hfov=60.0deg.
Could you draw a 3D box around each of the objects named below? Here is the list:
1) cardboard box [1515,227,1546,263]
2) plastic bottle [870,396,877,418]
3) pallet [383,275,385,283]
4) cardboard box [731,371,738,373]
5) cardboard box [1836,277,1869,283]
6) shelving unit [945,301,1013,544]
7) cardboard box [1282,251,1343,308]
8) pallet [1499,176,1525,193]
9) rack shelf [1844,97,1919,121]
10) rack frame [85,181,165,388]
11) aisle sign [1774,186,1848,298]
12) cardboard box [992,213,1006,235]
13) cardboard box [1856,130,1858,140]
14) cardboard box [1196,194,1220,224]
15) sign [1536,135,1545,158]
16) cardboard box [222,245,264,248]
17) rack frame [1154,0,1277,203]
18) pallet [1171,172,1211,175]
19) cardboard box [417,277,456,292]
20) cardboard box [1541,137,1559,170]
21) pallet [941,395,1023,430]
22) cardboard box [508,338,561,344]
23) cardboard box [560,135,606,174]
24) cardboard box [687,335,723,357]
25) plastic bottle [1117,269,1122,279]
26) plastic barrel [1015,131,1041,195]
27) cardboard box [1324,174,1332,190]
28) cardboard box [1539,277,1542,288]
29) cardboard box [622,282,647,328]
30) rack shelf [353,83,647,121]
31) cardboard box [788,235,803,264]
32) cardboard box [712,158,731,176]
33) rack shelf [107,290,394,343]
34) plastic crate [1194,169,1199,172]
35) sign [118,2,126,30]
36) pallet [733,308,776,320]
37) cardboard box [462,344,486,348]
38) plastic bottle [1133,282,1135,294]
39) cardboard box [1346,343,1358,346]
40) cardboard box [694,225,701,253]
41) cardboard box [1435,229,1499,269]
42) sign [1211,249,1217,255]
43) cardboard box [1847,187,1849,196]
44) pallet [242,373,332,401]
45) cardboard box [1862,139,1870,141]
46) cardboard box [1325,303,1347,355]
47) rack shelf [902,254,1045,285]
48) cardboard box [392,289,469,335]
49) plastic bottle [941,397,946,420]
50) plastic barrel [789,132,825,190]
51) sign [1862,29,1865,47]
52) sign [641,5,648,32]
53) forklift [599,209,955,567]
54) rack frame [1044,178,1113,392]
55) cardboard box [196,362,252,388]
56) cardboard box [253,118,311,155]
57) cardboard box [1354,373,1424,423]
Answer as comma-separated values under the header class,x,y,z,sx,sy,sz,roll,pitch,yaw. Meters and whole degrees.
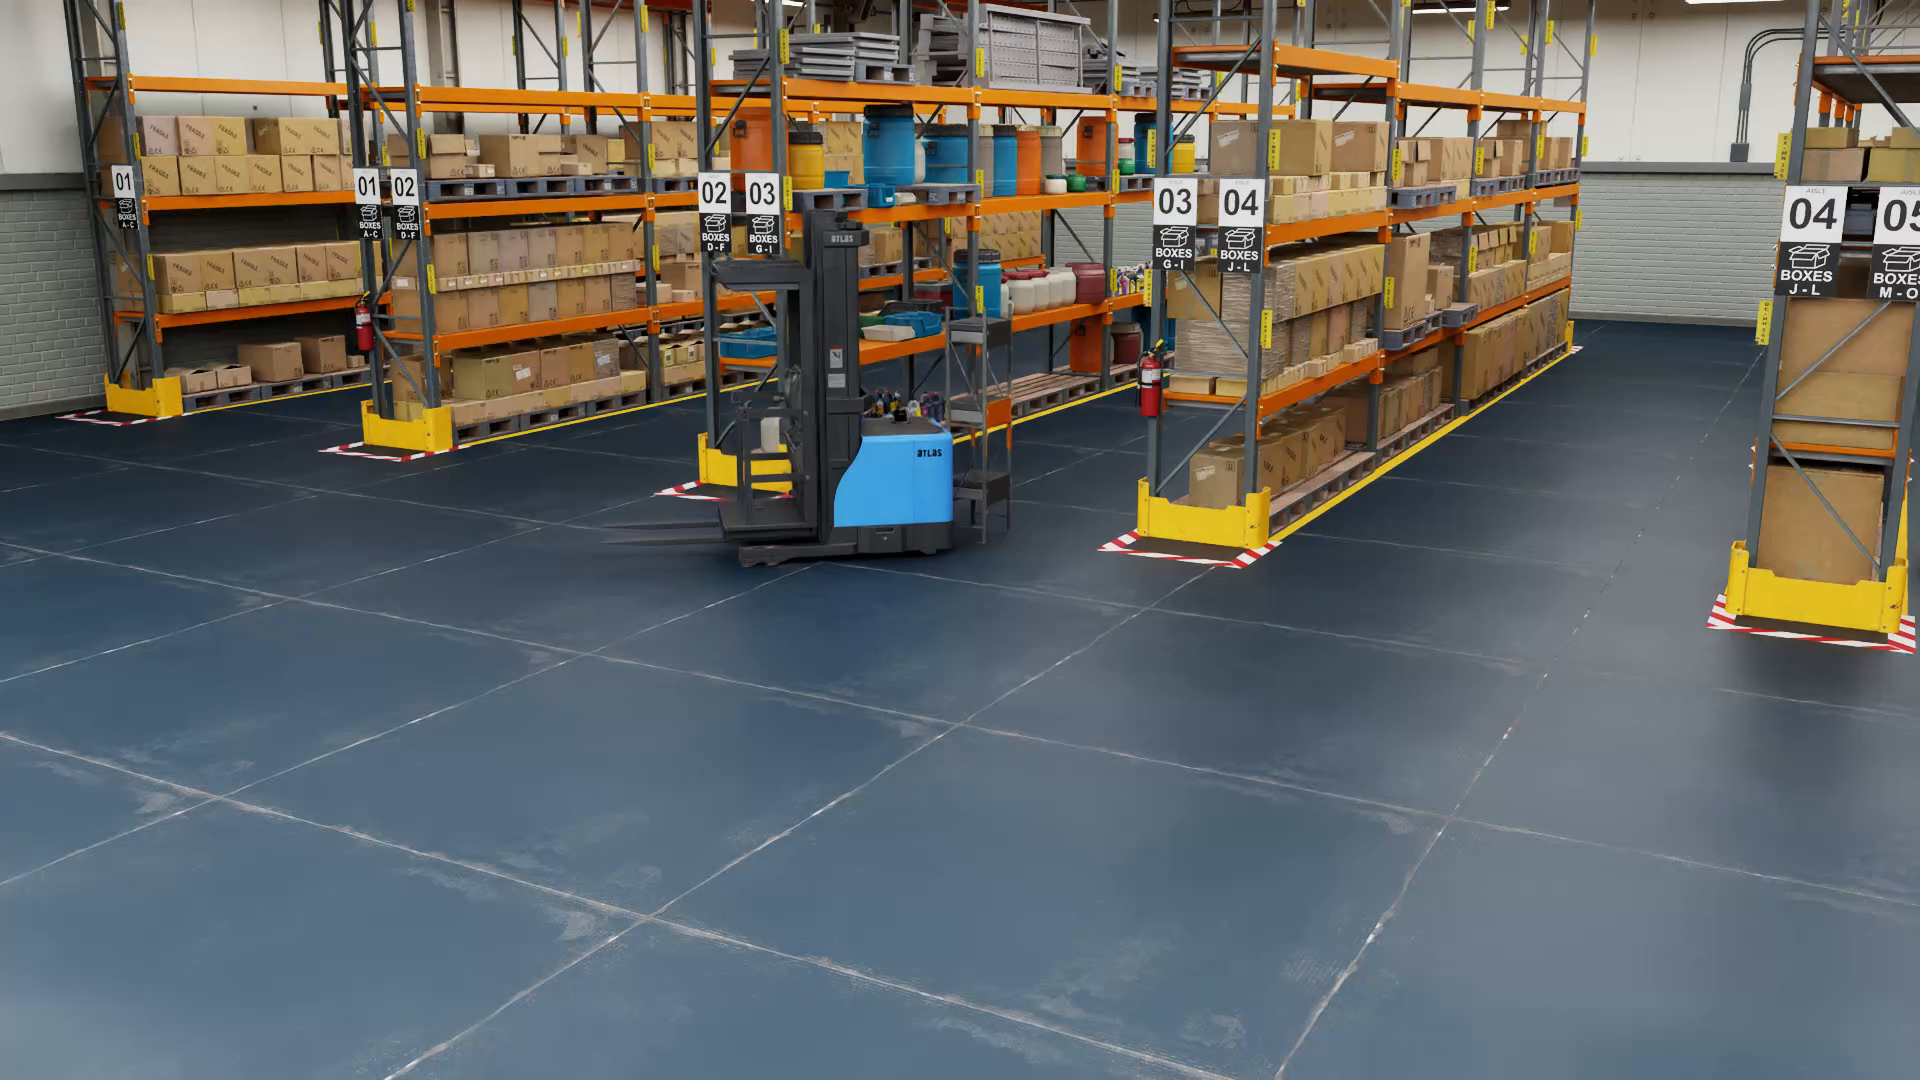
class,x,y,z,sx,sy,sz,roll,pitch,yaw
cardboard box,8.660,-4.525,25.486,0.500,0.500,0.500,7,15,28
plastic bottle,-1.088,-1.607,20.014,0.144,0.351,0.185,7,15,26
pallet,-8.419,-4.008,25.668,1.003,0.211,1.213,7,15,28
cardboard box,-3.423,-2.638,24.548,0.500,0.250,0.500,8,16,29
cardboard box,7.382,-1.890,13.849,0.875,0.550,0.500,7,15,28
shelving unit,0.170,-1.060,14.949,0.431,2.100,0.503,7,15,28
cardboard box,3.388,-2.526,16.129,0.500,0.500,0.500,7,15,28
pallet,7.560,-5.090,23.756,0.805,0.209,1.217,7,15,26
rack shelf,11.286,-5.298,20.197,1.077,0.370,4.000,7,15,28
rack frame,-10.849,-3.140,21.660,1.000,3.000,0.127,7,15,28
aisle sign,6.155,-2.157,12.035,0.394,0.787,0.004,7,15,28
cardboard box,0.511,-5.959,31.003,0.500,0.500,0.500,8,16,30
cardboard box,7.545,-3.479,14.388,0.380,0.149,0.250,7,15,27
cardboard box,2.170,-2.970,14.872,0.500,0.250,0.500,8,16,29
sign,8.440,-5.722,24.193,0.100,0.325,0.005,7,15,28
cardboard box,-10.066,-3.875,23.383,0.500,0.500,0.500,8,16,29
rack frame,2.159,-4.373,13.973,1.000,3.000,0.127,7,15,28
pallet,3.331,-5.674,26.174,1.213,0.211,1.003,7,15,28
cardboard box,-6.133,-3.000,19.480,0.380,0.149,0.250,7,15,28
cardboard box,8.927,-6.047,25.992,0.700,0.500,0.500,8,16,30
pallet,0.102,-1.649,21.421,1.003,0.211,1.213,7,15,28
cardboard box,-5.559,-2.368,21.826,0.500,0.500,0.500,7,15,28
cardboard box,-5.052,-5.106,22.005,0.500,0.500,0.500,9,16,33
cardboard box,-3.664,-2.806,24.046,0.500,0.311,0.500,7,15,26
plastic bottle,2.459,-4.051,25.712,0.097,0.271,0.097,0,14,0
plastic barrel,0.787,-5.048,22.257,0.600,0.830,0.708,7,15,28
cardboard box,3.348,-3.441,15.975,0.380,0.149,0.250,7,15,26
cardboard box,8.774,-3.982,25.686,0.380,0.149,0.250,7,15,27
cardboard box,-6.083,-4.256,29.977,0.750,0.750,0.750,7,15,28
rack shelf,-5.544,-5.363,20.465,1.077,0.370,4.000,7,15,28
cardboard box,-2.438,-4.616,26.671,0.700,0.500,0.500,2,14,9
cardboard box,-3.600,-5.375,23.954,0.500,0.250,0.500,6,15,23
rack shelf,-9.883,-3.201,23.446,1.077,0.370,4.000,7,15,28
plastic crate,3.785,-6.080,27.809,0.416,0.233,0.300,7,15,28
sign,-10.374,-6.488,20.583,0.100,0.325,0.005,7,15,28
pallet,-4.023,-4.645,33.851,1.003,0.211,1.213,7,15,28
cardboard box,-8.087,-3.325,26.818,0.700,0.500,0.500,8,15,29
plastic bottle,2.551,-3.758,24.645,0.097,0.201,0.097,0,14,0
cardboard box,3.943,-1.983,17.396,0.380,0.149,0.250,7,15,28
cardboard box,-5.051,-5.682,31.312,0.500,0.500,0.500,7,15,27
cardboard box,7.030,-4.054,23.097,0.797,0.503,0.637,8,16,30
sign,4.105,-4.552,26.924,0.100,0.325,0.005,7,15,28
cardboard box,7.177,-2.935,13.836,0.380,0.149,0.250,8,16,29
pallet,-9.798,-2.212,23.760,1.003,0.211,1.213,7,15,28
cardboard box,10.522,-4.614,19.524,0.396,0.266,0.258,7,15,28
cardboard box,3.395,-2.173,16.798,0.875,0.500,0.500,7,15,28
rack shelf,0.257,-5.103,31.333,1.077,0.370,4.000,7,15,28
cardboard box,-6.274,-2.723,19.715,0.700,0.500,0.500,7,15,28
plastic bottle,-0.187,-1.596,20.110,0.061,0.283,0.133,8,16,31
plastic barrel,-1.737,-4.020,17.611,0.600,0.588,0.600,0,14,0
sign,13.712,-7.627,25.309,0.100,0.325,0.005,7,15,28
sign,-4.104,-6.780,21.626,0.100,0.325,0.005,7,15,28
forklift,-1.617,-1.332,14.305,3.031,2.935,1.130,-3,14,-11
rack frame,1.690,-3.659,23.812,1.000,3.000,0.127,7,15,28
cardboard box,-10.161,-2.296,22.955,0.500,0.311,0.500,9,16,33
cardboard box,-9.420,-5.608,23.107,0.500,0.500,0.500,7,15,26
cardboard box,5.195,-1.725,20.182,0.700,0.500,0.500,9,16,33
